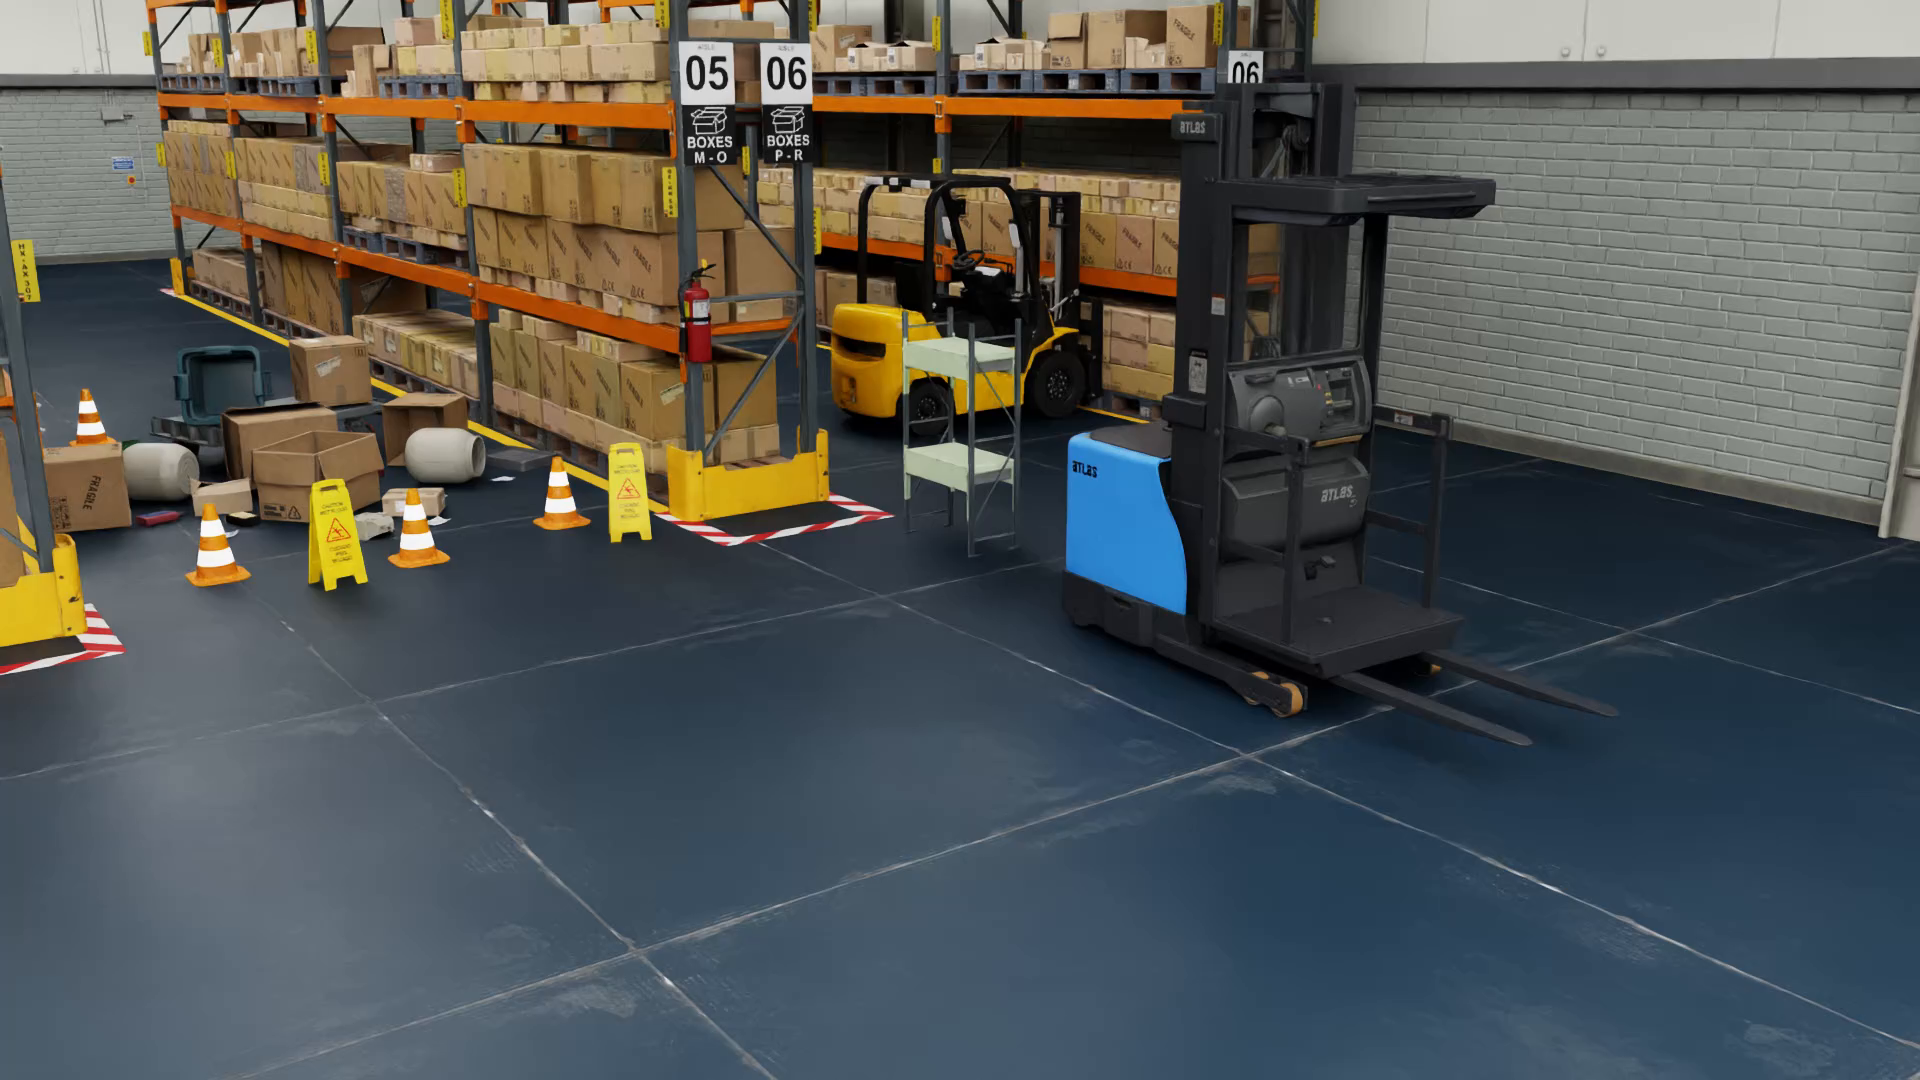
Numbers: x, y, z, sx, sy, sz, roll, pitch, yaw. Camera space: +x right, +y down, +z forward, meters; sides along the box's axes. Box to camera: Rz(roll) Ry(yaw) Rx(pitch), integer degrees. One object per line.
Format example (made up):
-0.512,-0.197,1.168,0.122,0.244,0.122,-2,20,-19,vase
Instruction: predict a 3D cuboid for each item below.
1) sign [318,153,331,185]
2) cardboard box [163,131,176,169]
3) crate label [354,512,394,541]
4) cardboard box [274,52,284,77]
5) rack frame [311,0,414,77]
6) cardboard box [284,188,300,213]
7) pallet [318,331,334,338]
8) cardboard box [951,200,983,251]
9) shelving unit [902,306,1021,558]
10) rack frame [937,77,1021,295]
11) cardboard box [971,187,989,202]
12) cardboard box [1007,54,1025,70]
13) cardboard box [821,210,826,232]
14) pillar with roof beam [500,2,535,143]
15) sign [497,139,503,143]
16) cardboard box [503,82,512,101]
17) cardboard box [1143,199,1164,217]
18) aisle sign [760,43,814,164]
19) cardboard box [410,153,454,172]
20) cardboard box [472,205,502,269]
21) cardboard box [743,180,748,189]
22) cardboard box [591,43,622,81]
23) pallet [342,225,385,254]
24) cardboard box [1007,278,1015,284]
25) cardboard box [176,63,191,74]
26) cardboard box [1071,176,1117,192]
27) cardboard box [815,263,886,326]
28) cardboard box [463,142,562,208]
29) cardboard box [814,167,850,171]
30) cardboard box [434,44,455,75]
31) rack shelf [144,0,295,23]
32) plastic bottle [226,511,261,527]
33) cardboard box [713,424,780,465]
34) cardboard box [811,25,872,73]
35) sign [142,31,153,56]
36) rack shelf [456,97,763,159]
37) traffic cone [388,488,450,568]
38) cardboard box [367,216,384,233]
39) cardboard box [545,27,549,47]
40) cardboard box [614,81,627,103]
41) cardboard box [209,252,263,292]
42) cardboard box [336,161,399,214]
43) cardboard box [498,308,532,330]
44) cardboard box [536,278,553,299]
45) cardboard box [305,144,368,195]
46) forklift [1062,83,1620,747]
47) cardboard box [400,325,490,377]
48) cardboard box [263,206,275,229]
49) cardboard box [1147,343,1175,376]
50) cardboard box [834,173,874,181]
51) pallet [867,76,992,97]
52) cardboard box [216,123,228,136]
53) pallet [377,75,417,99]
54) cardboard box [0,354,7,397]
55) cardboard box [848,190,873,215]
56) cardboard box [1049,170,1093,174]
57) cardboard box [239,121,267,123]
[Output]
-6.611,-3.855,17.284,0.100,0.325,0.005,-11,19,-35,sign
-10.815,-5.475,23.314,0.500,0.500,0.500,-11,19,-36,cardboard box
-3.966,-0.099,11.178,0.298,0.136,0.250,7,17,23,crate label
-7.256,-5.207,18.196,0.396,0.266,0.258,-11,19,-36,cardboard box
-6.164,-6.277,16.962,1.000,3.000,0.127,-11,19,-35,rack frame
-7.276,-3.831,18.727,0.500,0.250,0.500,-11,19,-36,cardboard box
-6.566,-2.218,18.780,1.003,0.211,1.213,-11,19,-35,pallet
0.251,-3.213,16.944,0.500,0.500,0.500,-12,19,-36,cardboard box
0.004,-0.722,10.873,0.431,1.500,0.755,-11,19,-35,shelving unit
0.201,-3.300,17.451,1.000,3.000,0.127,-11,19,-35,rack frame
0.329,-3.497,16.753,0.380,0.149,0.250,-10,18,-33,cardboard box
0.671,-4.569,15.898,0.380,0.149,0.250,-10,18,-33,cardboard box
-1.487,-3.732,19.314,0.500,0.250,0.500,-12,19,-36,cardboard box
-11.193,-8.803,26.195,9.100,9.000,0.400,-11,19,-35,pillar with roof beam
-7.293,-6.196,26.391,0.100,0.325,0.005,-11,19,-35,sign
-3.483,-3.649,13.522,0.380,0.149,0.250,-11,19,-34,cardboard box
1.845,-2.952,14.763,0.380,0.149,0.250,-10,18,-34,cardboard box
-1.173,-2.963,11.297,0.394,0.787,0.004,-11,19,-35,aisle sign
-4.862,-3.499,15.403,0.380,0.149,0.250,-12,19,-37,cardboard box
-3.778,-2.583,14.080,0.500,0.500,0.500,-11,19,-35,cardboard box
-3.033,-4.459,21.176,0.500,0.250,0.500,-12,19,-37,cardboard box
-2.263,-3.370,11.744,0.500,0.250,0.500,-11,19,-35,cardboard box
-5.658,-3.155,17.284,1.213,0.211,1.003,-11,19,-35,pallet
0.647,-2.584,17.353,0.500,0.250,0.500,-10,18,-33,cardboard box
-10.414,-6.400,22.585,0.380,0.149,0.250,-10,18,-33,cardboard box
1.265,-3.321,15.546,0.380,0.149,0.250,-11,19,-34,cardboard box
-1.404,-2.938,19.830,0.875,0.625,0.625,-10,18,-33,cardboard box
-3.728,-3.075,13.983,0.700,0.500,0.500,-11,19,-35,cardboard box
-1.551,-4.439,20.193,0.380,0.149,0.250,-10,18,-33,cardboard box
-4.272,-4.208,14.575,0.500,0.250,0.500,-11,19,-36,cardboard box
-9.691,-7.018,21.791,1.077,0.370,4.000,-11,19,-35,rack shelf
-4.977,-0.148,11.501,0.283,0.061,0.133,10,18,33,plastic bottle
-1.710,-0.766,12.606,0.500,0.250,0.500,-11,19,-35,cardboard box
-1.323,-5.490,18.597,0.500,0.500,0.500,-10,18,-33,cardboard box
-11.320,-6.913,23.164,0.100,0.325,0.005,-11,19,-35,sign
-2.636,-3.202,12.772,1.077,0.370,4.000,-11,19,-35,rack shelf
-3.454,-0.098,10.557,0.336,0.463,0.334,-11,19,-35,traffic cone
-5.715,-3.173,16.667,0.380,0.149,0.250,-11,19,-34,cardboard box
-2.910,-3.802,12.568,0.380,0.149,0.250,-10,18,-33,cardboard box
-2.197,-3.143,11.672,0.380,0.149,0.250,-10,18,-33,cardboard box
-9.853,-3.738,23.111,0.875,0.438,0.875,-10,18,-33,cardboard box
-6.086,-3.645,17.164,0.500,0.500,0.500,-12,19,-36,cardboard box
-3.658,-1.876,14.011,0.380,0.149,0.250,-11,19,-34,cardboard box
-3.141,-2.016,13.235,0.380,0.149,0.250,-11,19,-34,cardboard box
-6.679,-3.983,17.864,0.500,0.500,0.500,-11,19,-36,cardboard box
1.819,-0.707,8.106,1.130,2.935,3.031,-10,18,-33,forklift
-4.958,-1.877,16.433,0.950,0.372,0.625,-10,18,-33,cardboard box
-7.876,-3.808,19.590,0.500,0.250,0.500,-11,19,-35,cardboard box
2.014,-1.619,14.775,0.500,0.250,0.500,-11,19,-35,cardboard box
-1.203,-4.087,18.908,0.380,0.149,0.250,-11,19,-35,cardboard box
-0.328,-4.841,17.761,0.805,0.209,1.217,-12,19,-37,pallet
-9.323,-5.276,21.359,0.380,0.149,0.250,-11,19,-35,cardboard box
-4.701,-4.254,15.612,1.213,0.211,1.003,-11,19,-35,pallet
-5.659,-1.029,8.871,0.875,0.550,0.550,-11,19,-35,cardboard box
-0.898,-3.753,18.443,0.500,0.250,0.500,-10,18,-33,cardboard box
1.112,-3.625,16.657,0.380,0.149,0.250,-11,19,-36,cardboard box
-9.560,-5.566,22.419,0.380,0.149,0.250,-10,18,-33,cardboard box
